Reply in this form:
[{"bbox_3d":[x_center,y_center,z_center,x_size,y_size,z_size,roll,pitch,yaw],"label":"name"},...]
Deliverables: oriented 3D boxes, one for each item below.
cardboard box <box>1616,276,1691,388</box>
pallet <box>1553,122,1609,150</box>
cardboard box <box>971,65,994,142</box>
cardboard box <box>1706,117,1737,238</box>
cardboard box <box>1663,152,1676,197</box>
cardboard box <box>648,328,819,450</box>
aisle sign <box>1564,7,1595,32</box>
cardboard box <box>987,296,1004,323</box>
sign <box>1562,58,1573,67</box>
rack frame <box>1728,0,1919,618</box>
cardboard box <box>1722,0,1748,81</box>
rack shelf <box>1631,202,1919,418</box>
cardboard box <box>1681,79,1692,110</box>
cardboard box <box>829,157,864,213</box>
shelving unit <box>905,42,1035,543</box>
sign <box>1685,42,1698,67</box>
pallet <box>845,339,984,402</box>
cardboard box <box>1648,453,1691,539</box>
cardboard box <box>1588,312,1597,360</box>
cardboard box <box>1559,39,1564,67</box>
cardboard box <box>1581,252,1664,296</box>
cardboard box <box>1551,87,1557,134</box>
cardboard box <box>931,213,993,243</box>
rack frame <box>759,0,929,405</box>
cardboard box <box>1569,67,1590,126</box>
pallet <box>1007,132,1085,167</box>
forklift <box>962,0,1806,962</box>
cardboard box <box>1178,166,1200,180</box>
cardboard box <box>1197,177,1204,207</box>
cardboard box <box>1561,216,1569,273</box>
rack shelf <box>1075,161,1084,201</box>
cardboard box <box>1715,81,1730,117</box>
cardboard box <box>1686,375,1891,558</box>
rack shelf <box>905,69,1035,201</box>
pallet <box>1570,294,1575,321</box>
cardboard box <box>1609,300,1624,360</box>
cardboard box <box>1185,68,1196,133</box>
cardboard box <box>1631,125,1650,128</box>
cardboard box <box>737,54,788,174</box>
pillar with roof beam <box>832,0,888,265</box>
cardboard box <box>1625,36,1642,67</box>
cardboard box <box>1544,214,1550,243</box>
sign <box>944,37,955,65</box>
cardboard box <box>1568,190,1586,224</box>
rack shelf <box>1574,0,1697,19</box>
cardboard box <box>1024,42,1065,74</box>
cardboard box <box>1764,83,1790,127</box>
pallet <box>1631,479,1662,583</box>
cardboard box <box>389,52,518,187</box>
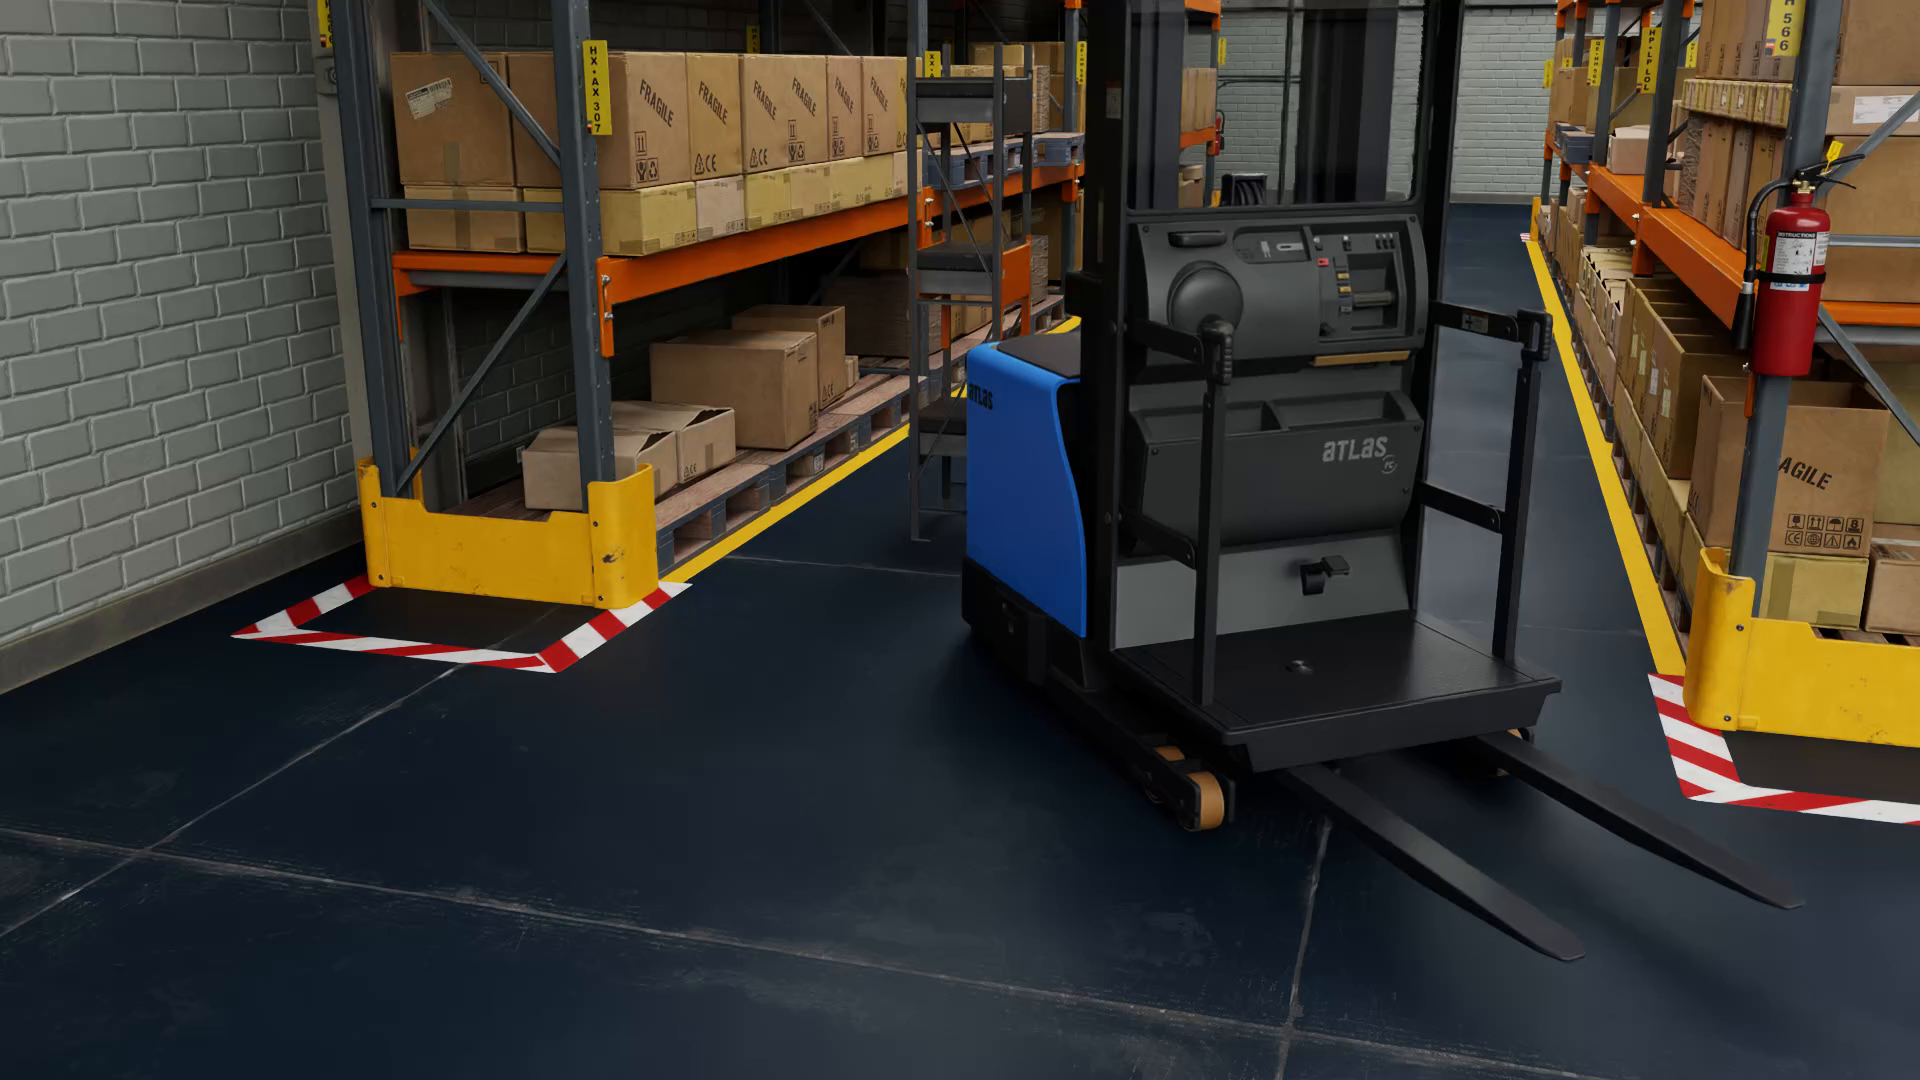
[{"bbox_3d":[3.635,-1.049,8.425,0.500,0.500,0.500,5,16,16],"label":"cardboard box"},{"bbox_3d":[6.008,-3.706,15.250,1.003,0.211,1.213,5,16,16],"label":"pallet"},{"bbox_3d":[-0.184,-3.000,11.418,0.700,0.500,0.500,7,17,24],"label":"cardboard box"},{"bbox_3d":[3.656,-1.568,7.177,0.700,0.500,0.500,5,17,17],"label":"cardboard box"},{"bbox_3d":[4.140,-2.085,9.431,0.396,0.266,0.258,4,16,15],"label":"cardboard box"},{"bbox_3d":[-1.119,-0.763,8.297,0.700,0.500,0.500,4,16,12],"label":"cardboard box"},{"bbox_3d":[7.215,-6.337,19.409,0.394,0.787,0.004,5,16,16],"label":"aisle sign"},{"bbox_3d":[-0.074,-1.894,12.285,0.700,0.500,0.500,5,16,16],"label":"cardboard box"},{"bbox_3d":[5.818,-4.455,15.954,0.100,0.325,0.005,5,16,16],"label":"sign"},{"bbox_3d":[2.930,-0.859,4.862,1.000,3.000,0.127,5,16,16],"label":"rack frame"},{"bbox_3d":[3.661,-2.198,7.022,0.700,0.500,0.500,5,16,16],"label":"cardboard box"},{"bbox_3d":[3.498,-1.037,6.805,1.077,0.370,4.000,5,16,16],"label":"rack shelf"},{"bbox_3d":[3.804,-2.211,8.255,0.380,0.149,0.250,5,16,16],"label":"cardboard box"},{"bbox_3d":[-0.806,-1.817,8.475,0.500,0.250,0.500,5,16,16],"label":"cardboard box"},{"bbox_3d":[0.047,-1.053,7.196,0.431,2.100,0.503,5,16,16],"label":"shelving unit"},{"bbox_3d":[6.873,-4.514,15.624,0.100,0.325,0.005,5,16,16],"label":"sign"},{"bbox_3d":[-0.464,-1.151,11.002,1.003,0.211,1.213,5,16,16],"label":"pallet"},{"bbox_3d":[3.070,-0.164,6.682,0.500,0.250,0.500,5,16,16],"label":"cardboard box"},{"bbox_3d":[4.343,-1.315,10.738,0.500,0.250,0.500,5,17,17],"label":"cardboard box"},{"bbox_3d":[6.666,-5.078,17.720,0.500,0.500,0.500,4,16,15],"label":"cardboard box"},{"bbox_3d":[4.632,-1.849,11.593,0.500,0.311,0.500,4,16,14],"label":"cardboard box"},{"bbox_3d":[6.811,-4.731,18.330,0.500,0.500,0.500,5,16,16],"label":"cardboard box"},{"bbox_3d":[-0.065,-2.234,12.108,0.500,0.250,0.500,5,16,16],"label":"cardboard box"},{"bbox_3d":[-0.684,-2.289,9.903,1.000,3.000,0.127,5,16,16],"label":"rack frame"},{"bbox_3d":[5.856,-3.958,14.832,0.700,0.500,0.500,7,17,25],"label":"cardboard box"},{"bbox_3d":[0.352,-3.049,12.932,1.213,0.211,1.003,5,16,16],"label":"pallet"},{"bbox_3d":[1.014,-0.743,4.579,1.130,2.935,3.031,-6,17,-20],"label":"forklift"},{"bbox_3d":[2.689,-4.435,20.089,0.380,0.149,0.250,5,17,17],"label":"cardboard box"},{"bbox_3d":[2.623,-4.237,20.582,0.700,0.500,0.500,5,16,16],"label":"cardboard box"},{"bbox_3d":[5.679,-2.630,14.878,0.500,0.500,0.500,5,17,17],"label":"cardboard box"},{"bbox_3d":[1.021,-3.513,15.535,1.077,0.370,4.000,5,16,16],"label":"rack shelf"},{"bbox_3d":[3.442,-1.873,7.065,0.380,0.149,0.250,4,16,14],"label":"cardboard box"},{"bbox_3d":[2.797,-0.263,5.654,0.500,0.500,0.500,5,16,16],"label":"cardboard box"},{"bbox_3d":[0.047,-1.714,7.008,0.431,0.518,0.480,5,16,16],"label":"rack shelf"},{"bbox_3d":[5.452,-1.803,13.300,1.003,0.211,1.213,5,16,16],"label":"pallet"},{"bbox_3d":[3.907,-1.183,9.245,0.500,0.311,0.500,5,16,16],"label":"cardboard box"},{"bbox_3d":[2.169,-5.049,19.082,0.980,0.700,0.700,4,16,13],"label":"cardboard box"},{"bbox_3d":[5.058,-2.818,11.930,0.500,0.311,0.500,6,17,19],"label":"cardboard box"},{"bbox_3d":[-1.094,-1.906,7.415,0.500,0.500,0.500,4,16,14],"label":"cardboard box"},{"bbox_3d":[3.381,-5.615,10.634,9.100,9.000,0.400,5,16,16],"label":"pillar with roof beam"},{"bbox_3d":[6.744,-4.629,16.138,0.500,0.500,0.500,5,17,17],"label":"cardboard box"},{"bbox_3d":[6.443,-3.284,17.533,0.500,0.311,0.500,5,16,16],"label":"cardboard box"},{"bbox_3d":[-0.080,-3.935,13.583,0.100,0.325,0.005,5,16,16],"label":"sign"},{"bbox_3d":[5.543,-2.868,14.345,0.500,0.250,0.500,4,16,15],"label":"cardboard box"},{"bbox_3d":[5.772,-4.573,13.775,1.077,0.370,4.000,5,16,16],"label":"rack shelf"},{"bbox_3d":[0.837,-4.003,13.808,0.500,0.250,0.500,5,17,17],"label":"cardboard box"},{"bbox_3d":[3.075,-1.535,5.874,0.380,0.149,0.250,5,17,17],"label":"cardboard box"},{"bbox_3d":[3.456,-0.039,7.081,1.003,0.211,1.213,5,16,16],"label":"pallet"},{"bbox_3d":[-1.891,-1.681,6.621,0.500,0.500,0.500,4,16,15],"label":"cardboard box"}]
